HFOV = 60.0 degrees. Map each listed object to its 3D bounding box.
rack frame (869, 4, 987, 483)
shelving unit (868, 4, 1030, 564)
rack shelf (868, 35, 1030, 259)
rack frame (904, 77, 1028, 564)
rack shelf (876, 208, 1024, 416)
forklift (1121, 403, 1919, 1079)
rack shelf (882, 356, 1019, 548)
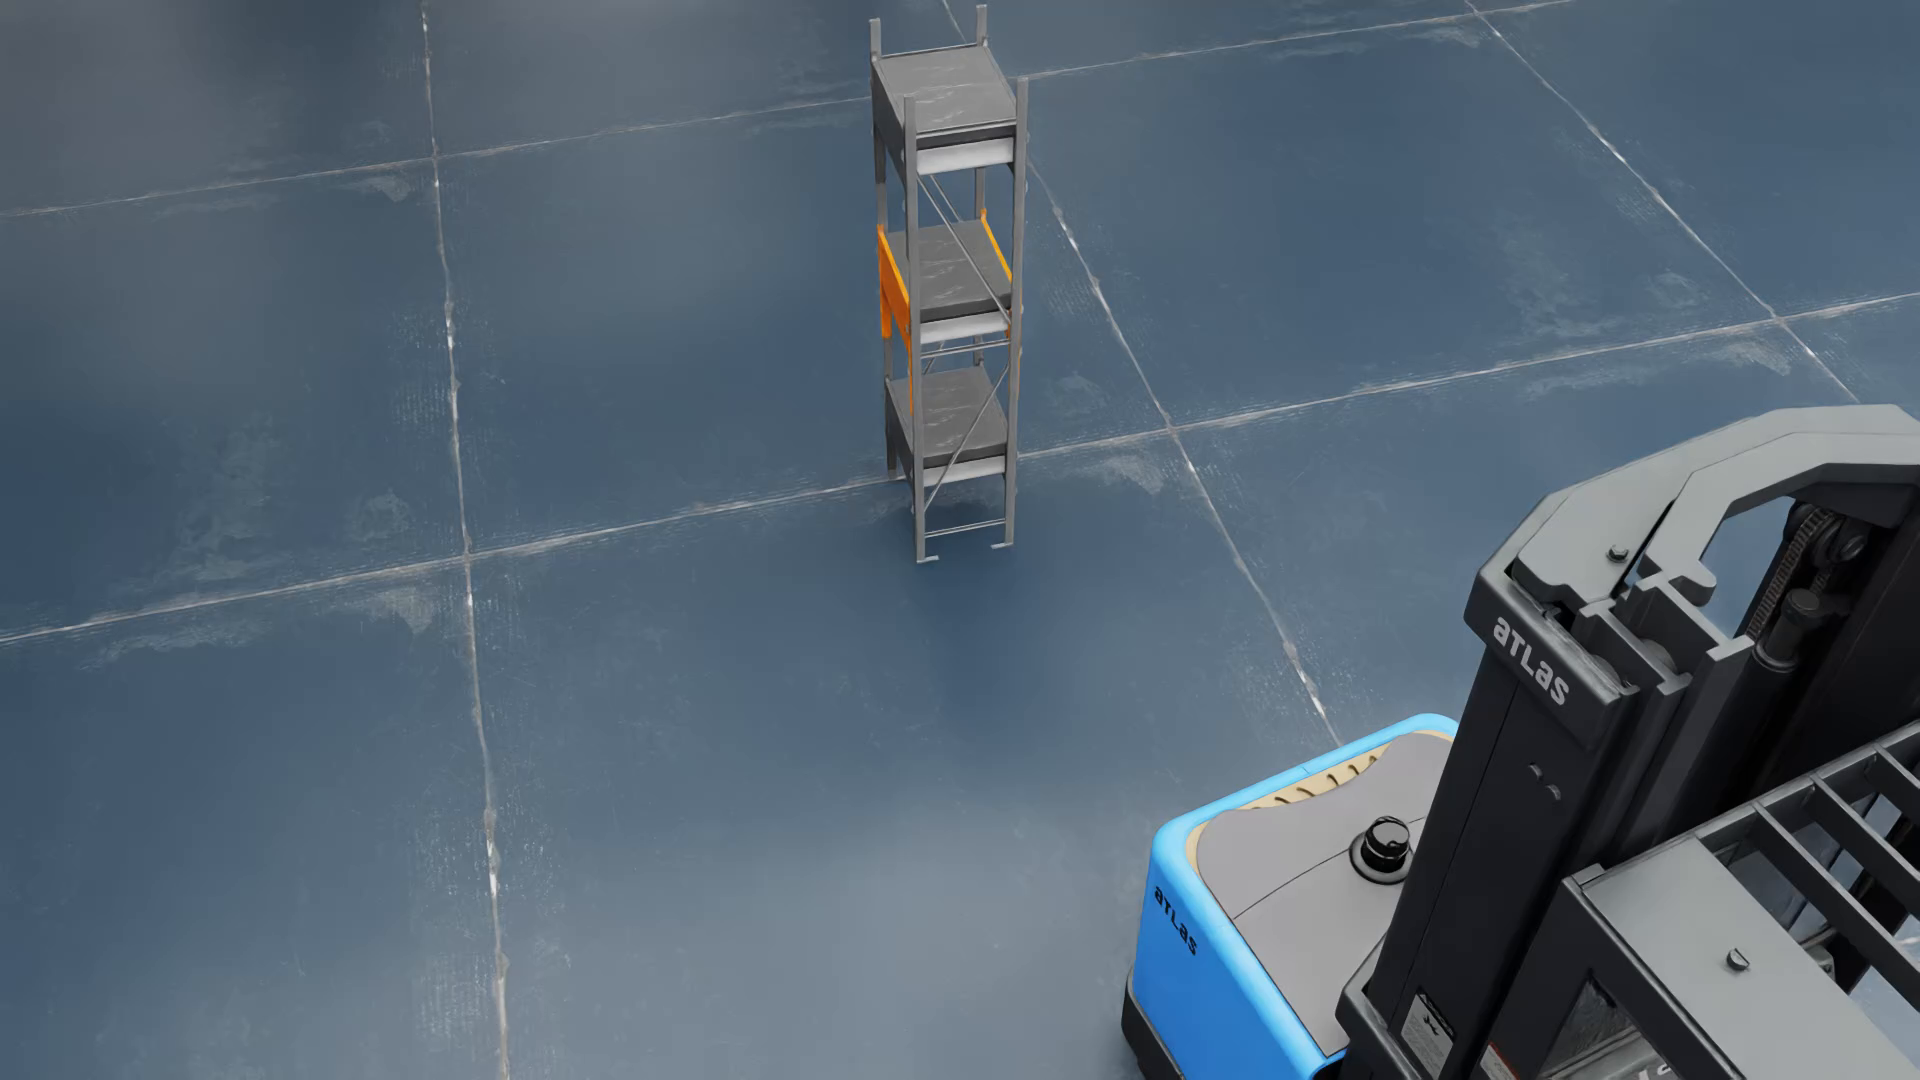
[{"bbox_3d":[-0.105,-1.018,6.277,0.400,2.100,0.015,-11,47,-10],"label":"rack frame"},{"bbox_3d":[-0.042,-0.849,6.112,0.431,2.100,0.503,-11,47,-10],"label":"shelving unit"},{"bbox_3d":[-0.042,-1.330,5.622,0.431,0.518,0.480,-11,47,-10],"label":"rack shelf"},{"bbox_3d":[0.020,-0.681,5.947,0.400,2.100,0.015,-11,47,-10],"label":"rack frame"},{"bbox_3d":[-0.042,-0.840,6.122,0.431,0.518,0.480,-11,47,-10],"label":"rack shelf"},{"bbox_3d":[1.605,1.300,3.424,1.130,2.935,3.031,-19,49,-18],"label":"forklift"},{"bbox_3d":[-0.042,-0.350,6.622,0.431,0.518,0.480,-11,47,-10],"label":"rack shelf"}]
